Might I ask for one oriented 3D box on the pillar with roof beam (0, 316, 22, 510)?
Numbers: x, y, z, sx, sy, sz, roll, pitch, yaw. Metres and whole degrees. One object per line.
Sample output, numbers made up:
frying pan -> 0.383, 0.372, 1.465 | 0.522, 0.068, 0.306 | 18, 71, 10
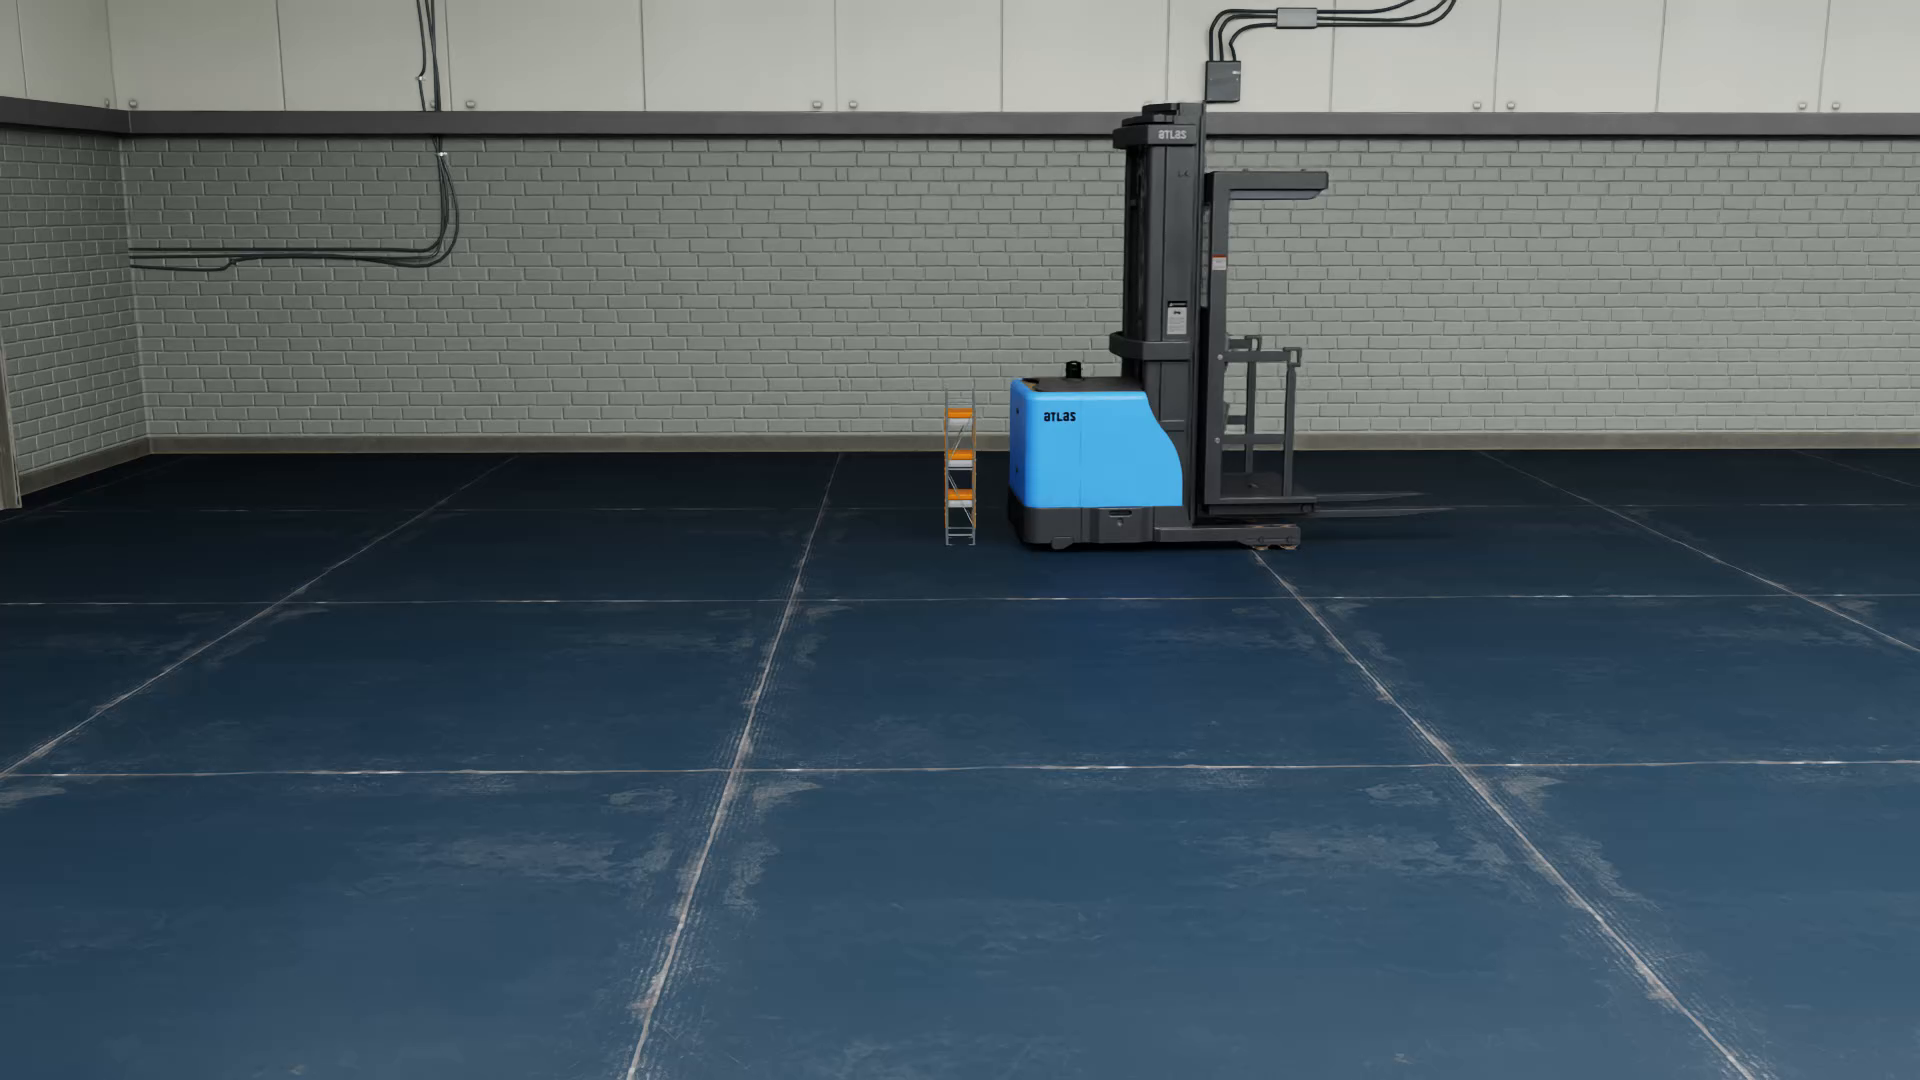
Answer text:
pillar with roof beam -> -3.071, -4.643, 11.813 | 9.100, 9.000, 0.400 | 0, 11, -1

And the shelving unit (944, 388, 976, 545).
shelving unit -> 0.001, -0.504, 11.402 | 0.215, 1.050, 0.252 | 0, 11, -1

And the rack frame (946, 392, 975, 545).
rack frame -> 0.004, -0.480, 11.283 | 0.200, 1.050, 0.008 | 0, 11, -1

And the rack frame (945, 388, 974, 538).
rack frame -> -0.001, -0.528, 11.522 | 0.200, 1.050, 0.008 | 0, 11, -1

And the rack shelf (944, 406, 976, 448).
rack shelf -> 0.001, -0.772, 11.348 | 0.215, 0.259, 0.240 | 0, 11, -1

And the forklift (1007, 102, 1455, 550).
forklift -> 1.889, -1.471, 11.437 | 3.031, 2.935, 1.130 | -1, 12, -5

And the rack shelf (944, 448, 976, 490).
rack shelf -> 0.001, -0.494, 11.404 | 0.215, 0.259, 0.240 | 0, 11, -1

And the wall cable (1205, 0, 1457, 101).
wall cable -> 3.378, -6.919, 14.478 | 2.305, 6.003, 0.169 | 0, 11, -1

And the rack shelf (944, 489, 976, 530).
rack shelf -> 0.001, -0.221, 11.460 | 0.215, 0.259, 0.240 | 0, 11, -1

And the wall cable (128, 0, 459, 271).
wall cable -> -6.114, -3.695, 14.948 | 3.097, 2.526, 0.112 | 0, 11, -1
